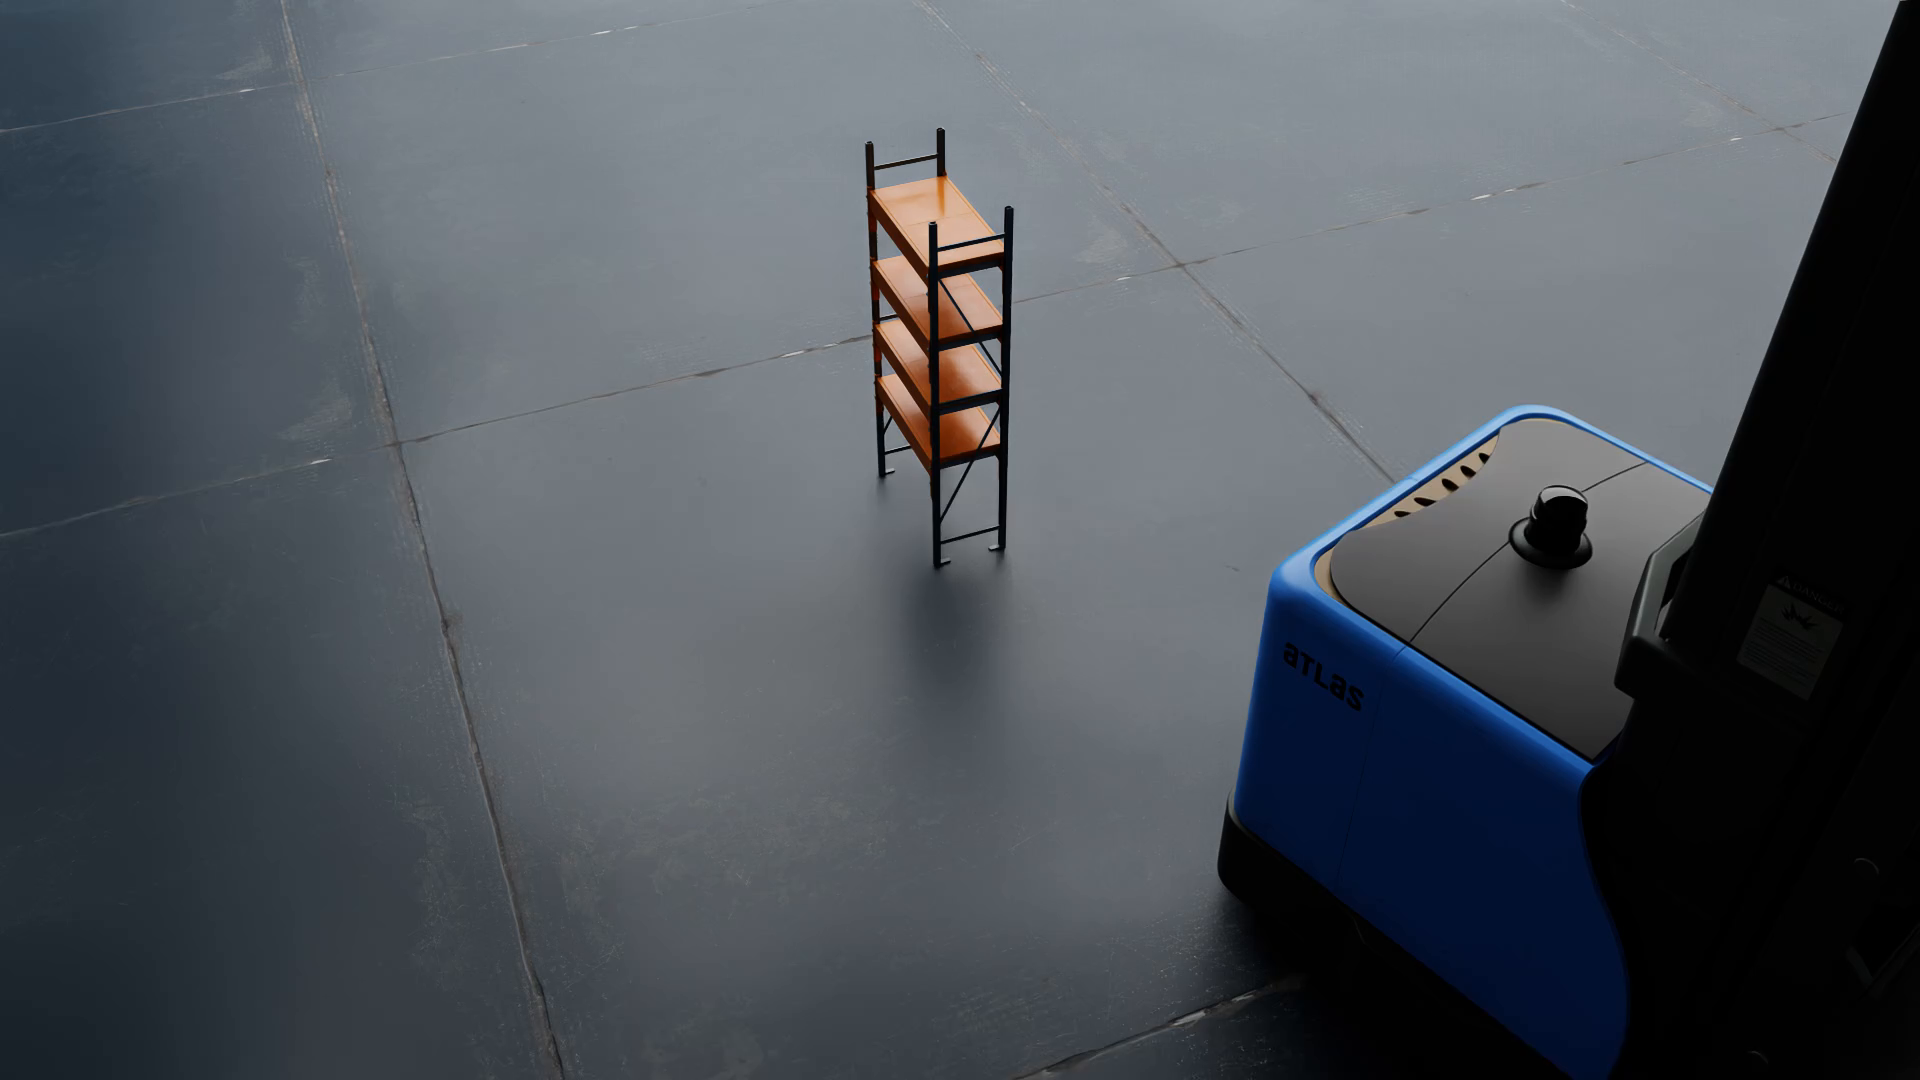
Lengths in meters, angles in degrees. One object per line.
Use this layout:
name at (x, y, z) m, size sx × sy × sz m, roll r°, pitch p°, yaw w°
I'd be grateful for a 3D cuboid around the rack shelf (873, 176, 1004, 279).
rack shelf at (-0.063, -0.882, 4.693) m, size 0.221 × 0.050 × 0.457 m, roll -15°, pitch 43°, yaw -17°

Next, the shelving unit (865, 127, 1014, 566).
shelving unit at (-5.186, -9.193, 14.446) m, size 0.597 × 1.949 × 28.100 m, roll -15°, pitch 43°, yaw -17°

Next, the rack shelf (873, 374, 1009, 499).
rack shelf at (-0.063, -0.353, 5.148) m, size 0.258 × 0.148 × 0.480 m, roll -15°, pitch 43°, yaw -17°

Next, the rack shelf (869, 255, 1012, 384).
rack shelf at (-0.063, -0.673, 4.873) m, size 0.258 × 0.148 × 0.480 m, roll -15°, pitch 43°, yaw -17°

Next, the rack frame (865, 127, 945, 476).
rack frame at (-0.157, -0.702, 5.146) m, size 0.240 × 1.200 × 0.015 m, roll -15°, pitch 43°, yaw -17°

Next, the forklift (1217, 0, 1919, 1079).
forklift at (1.638, 0.035, 3.010) m, size 1.129 × 2.867 × 1.939 m, roll -30°, pitch 49°, yaw -30°

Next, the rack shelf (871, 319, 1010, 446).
rack shelf at (-5.189, -9.370, 14.300) m, size 0.597 × 1.490 × 28.088 m, roll -15°, pitch 43°, yaw -17°

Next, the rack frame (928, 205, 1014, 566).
rack frame at (0.030, -0.408, 4.804) m, size 0.240 × 1.200 × 0.015 m, roll -15°, pitch 43°, yaw -17°
